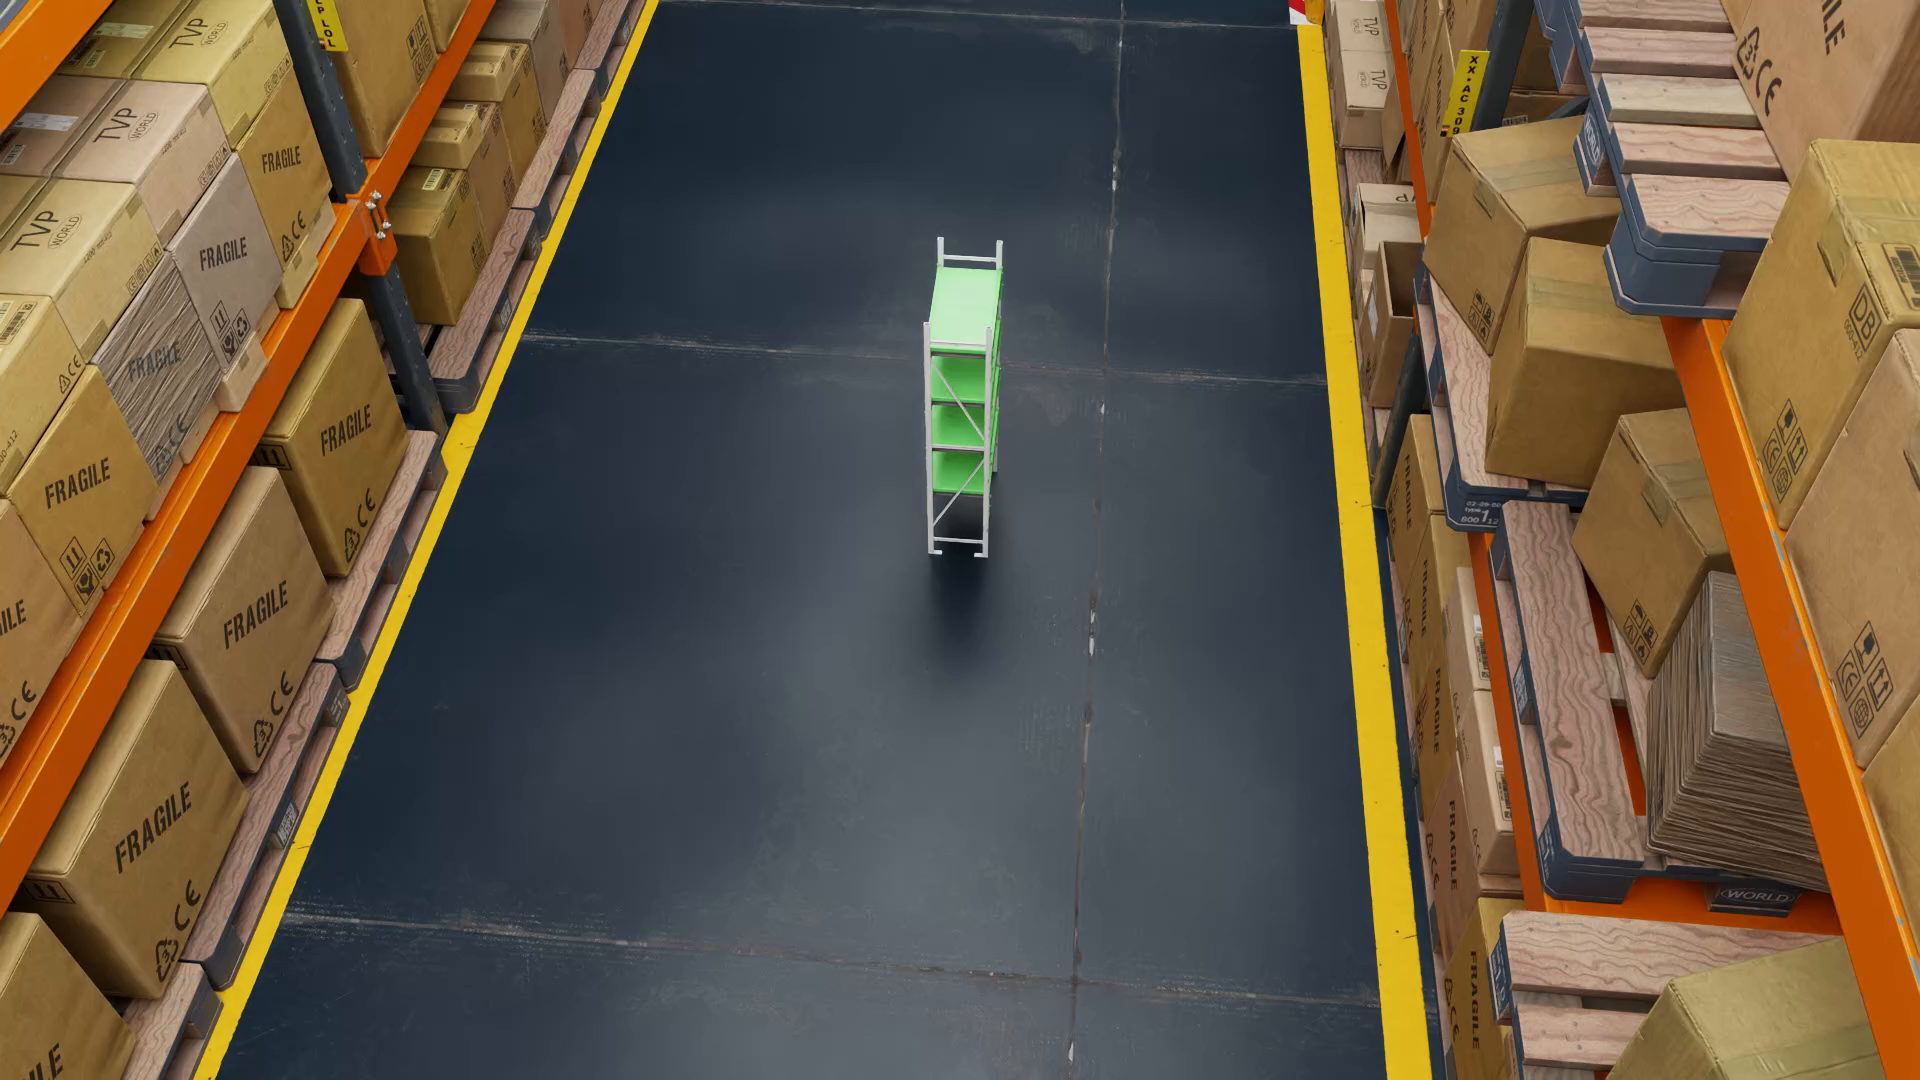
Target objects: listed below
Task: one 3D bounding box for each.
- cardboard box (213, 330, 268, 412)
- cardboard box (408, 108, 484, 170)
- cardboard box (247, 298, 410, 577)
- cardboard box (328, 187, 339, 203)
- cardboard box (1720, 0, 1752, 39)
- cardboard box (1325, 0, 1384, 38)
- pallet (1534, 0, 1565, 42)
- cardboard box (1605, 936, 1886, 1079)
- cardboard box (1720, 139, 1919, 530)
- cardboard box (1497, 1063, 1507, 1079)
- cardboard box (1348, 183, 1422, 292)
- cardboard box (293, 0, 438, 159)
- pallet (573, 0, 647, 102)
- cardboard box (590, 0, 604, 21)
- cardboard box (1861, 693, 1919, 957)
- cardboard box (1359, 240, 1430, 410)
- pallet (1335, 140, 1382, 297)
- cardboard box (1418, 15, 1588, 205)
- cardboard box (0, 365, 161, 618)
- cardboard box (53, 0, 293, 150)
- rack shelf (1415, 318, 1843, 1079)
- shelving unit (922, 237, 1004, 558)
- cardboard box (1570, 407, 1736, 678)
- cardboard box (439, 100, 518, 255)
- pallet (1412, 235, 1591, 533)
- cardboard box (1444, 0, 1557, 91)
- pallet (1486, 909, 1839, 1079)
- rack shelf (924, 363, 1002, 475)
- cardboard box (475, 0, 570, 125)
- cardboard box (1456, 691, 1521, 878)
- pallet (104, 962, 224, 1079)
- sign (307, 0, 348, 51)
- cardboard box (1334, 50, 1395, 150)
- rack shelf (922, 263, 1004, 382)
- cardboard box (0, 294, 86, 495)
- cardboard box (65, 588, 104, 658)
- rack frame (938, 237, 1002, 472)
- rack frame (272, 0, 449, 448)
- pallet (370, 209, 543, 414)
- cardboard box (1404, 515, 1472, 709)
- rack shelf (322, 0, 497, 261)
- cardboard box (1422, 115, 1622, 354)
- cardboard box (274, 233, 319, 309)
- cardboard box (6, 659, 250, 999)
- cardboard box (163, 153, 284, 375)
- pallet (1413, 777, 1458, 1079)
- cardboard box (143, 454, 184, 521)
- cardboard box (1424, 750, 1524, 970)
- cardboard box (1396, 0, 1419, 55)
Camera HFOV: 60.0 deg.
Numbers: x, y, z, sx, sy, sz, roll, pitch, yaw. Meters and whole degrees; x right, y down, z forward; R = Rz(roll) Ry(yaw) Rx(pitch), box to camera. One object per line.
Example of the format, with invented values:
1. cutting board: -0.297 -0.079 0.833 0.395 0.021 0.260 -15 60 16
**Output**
1. cardboard box: -2.503 -0.562 5.414 0.380 0.149 0.250 4 48 4
2. cardboard box: -2.337 -1.779 7.341 0.380 0.149 0.250 5 48 5
3. cardboard box: -2.650 -0.410 6.291 0.750 0.750 0.750 4 48 4
4. cardboard box: -2.761 -1.447 7.036 0.380 0.149 0.250 4 48 3
5. cardboard box: 2.055 -1.514 3.675 0.600 0.600 0.600 3 48 3
6. cardboard box: 2.174 -2.813 8.938 0.380 0.166 0.250 4 48 4
7. pallet: 2.084 -1.624 4.324 1.213 0.211 1.003 4 48 4
8. cardboard box: 1.794 1.143 3.345 0.700 0.500 0.500 -11 48 -10
9. cardboard box: 1.949 -0.337 2.950 0.910 0.500 0.500 4 48 4
10. cardboard box: 1.700 1.781 4.510 0.500 0.500 0.500 6 48 5
11. cardboard box: 2.051 -1.380 7.529 0.500 0.311 0.500 4 48 4
12. cardboard box: -2.655 -1.979 6.350 0.980 0.700 0.700 5 48 4
13. pallet: -2.351 -2.886 9.272 1.003 0.211 1.213 4 48 4
14. cardboard box: -2.320 -3.197 9.076 0.700 0.500 0.500 4 48 4
15. cardboard box: 1.855 0.420 2.258 0.910 0.500 0.500 4 48 4
16. cardboard box: 1.982 -0.893 6.955 0.500 0.500 0.500 4 48 4
17. pallet: 2.385 -1.612 8.108 1.003 0.211 1.213 4 48 4
18. cardboard box: 2.003 -1.568 6.110 0.500 0.500 0.500 5 48 4
19. cardboard box: -2.643 -0.154 4.601 0.500 0.500 0.500 5 48 5
20. cardboard box: -2.508 -1.514 5.337 0.500 0.250 0.500 5 48 4
21. rack shelf: 2.031 0.562 4.716 1.077 0.370 4.000 4 48 4
22. shelving unit: 0.015 -0.527 6.444 0.258 1.200 0.503 4 48 4
23. cardboard box: 2.113 -0.023 4.412 0.700 0.500 0.500 -7 48 -6
24. cardboard box: -2.501 -1.690 7.698 0.700 0.500 0.500 3 48 3
25. pallet: 2.031 -0.505 5.335 1.003 0.211 1.213 4 48 4
26. cardboard box: 2.001 -1.910 5.745 0.500 0.500 0.500 4 48 4
27. pallet: 1.840 1.351 3.637 1.213 0.211 1.003 4 48 4
28. rack shelf: 0.015 -0.483 6.492 0.258 0.148 0.480 4 48 4
29. cardboard box: -2.411 -2.459 8.402 0.700 0.500 0.500 2 48 2
30. cardboard box: 1.790 0.735 4.959 0.500 0.250 0.500 3 48 3
31. pallet: -2.938 1.826 4.963 1.003 0.211 1.213 4 48 4
32. sign: -2.179 -1.815 5.672 0.100 0.325 0.005 4 48 4
33. cardboard box: 2.154 -2.195 8.316 0.500 0.250 0.500 4 48 4
34. rack shelf: 0.015 -0.807 6.137 0.258 0.148 0.480 4 48 4
35. cardboard box: -2.657 -0.390 4.308 0.500 0.250 0.500 3 48 3
36. cardboard box: -2.695 0.183 4.733 0.380 0.149 0.250 4 48 4
37. rack frame: 0.037 -0.706 6.608 0.240 1.200 0.015 4 48 4
38. rack frame: -2.720 -1.480 6.097 1.000 3.000 0.127 4 48 4
39. pallet: -2.573 -1.093 7.632 1.003 0.211 1.213 4 48 4
40. cardboard box: 1.889 0.277 5.886 0.500 0.500 0.500 4 48 4
41. rack shelf: -2.538 -2.707 7.707 1.077 0.370 4.000 4 48 4
42. cardboard box: 1.947 -0.992 5.299 0.700 0.500 0.500 -11 48 -10
43. cardboard box: -2.469 -0.948 5.767 0.380 0.149 0.250 5 48 4
44. cardboard box: -2.801 0.868 5.122 0.750 0.750 0.750 4 48 3
45. cardboard box: -2.548 -0.890 5.274 0.500 0.500 0.500 4 48 4
46. pallet: 2.068 1.290 5.453 1.003 0.211 1.213 4 48 4
47. cardboard box: -2.629 -0.204 5.087 0.380 0.149 0.250 3 48 2
48. cardboard box: 1.789 1.015 5.211 0.500 0.500 0.500 2 48 2
49. cardboard box: 2.093 -2.325 6.802 0.500 0.500 0.500 5 48 4
